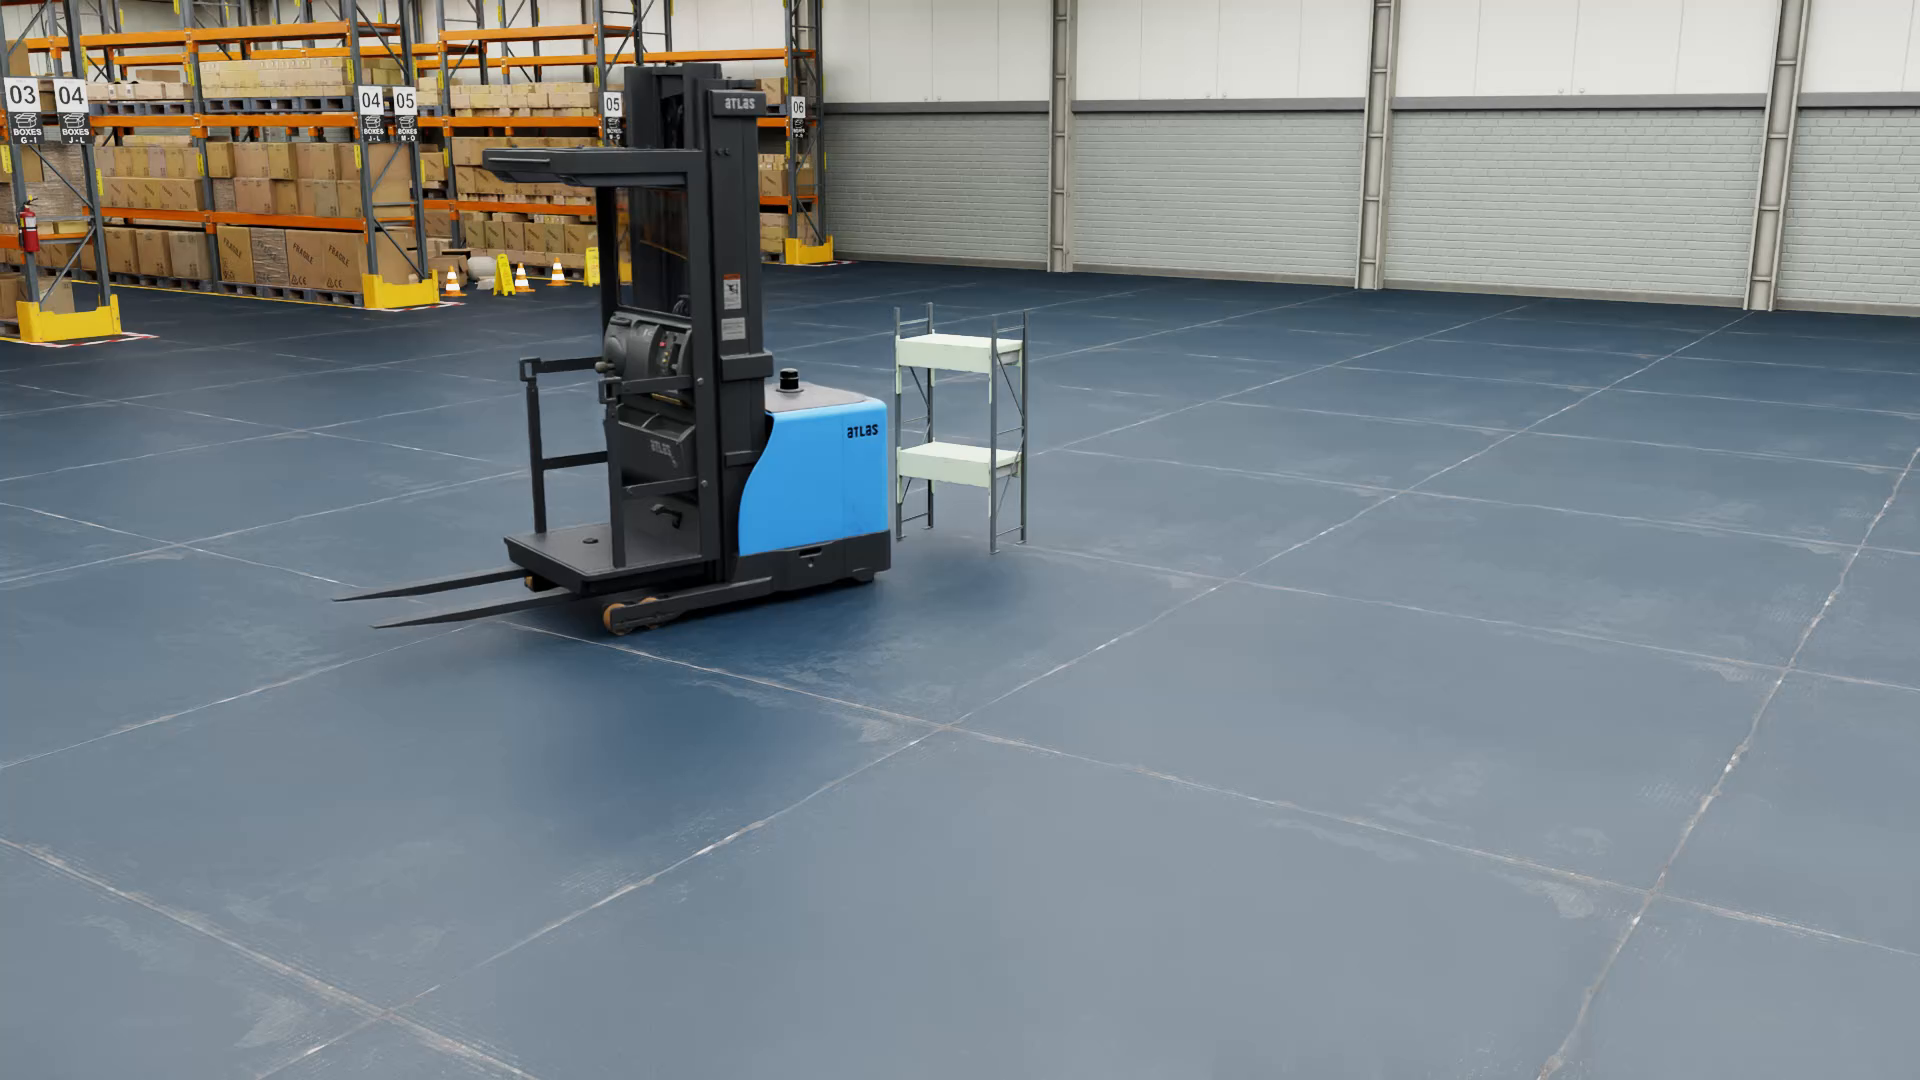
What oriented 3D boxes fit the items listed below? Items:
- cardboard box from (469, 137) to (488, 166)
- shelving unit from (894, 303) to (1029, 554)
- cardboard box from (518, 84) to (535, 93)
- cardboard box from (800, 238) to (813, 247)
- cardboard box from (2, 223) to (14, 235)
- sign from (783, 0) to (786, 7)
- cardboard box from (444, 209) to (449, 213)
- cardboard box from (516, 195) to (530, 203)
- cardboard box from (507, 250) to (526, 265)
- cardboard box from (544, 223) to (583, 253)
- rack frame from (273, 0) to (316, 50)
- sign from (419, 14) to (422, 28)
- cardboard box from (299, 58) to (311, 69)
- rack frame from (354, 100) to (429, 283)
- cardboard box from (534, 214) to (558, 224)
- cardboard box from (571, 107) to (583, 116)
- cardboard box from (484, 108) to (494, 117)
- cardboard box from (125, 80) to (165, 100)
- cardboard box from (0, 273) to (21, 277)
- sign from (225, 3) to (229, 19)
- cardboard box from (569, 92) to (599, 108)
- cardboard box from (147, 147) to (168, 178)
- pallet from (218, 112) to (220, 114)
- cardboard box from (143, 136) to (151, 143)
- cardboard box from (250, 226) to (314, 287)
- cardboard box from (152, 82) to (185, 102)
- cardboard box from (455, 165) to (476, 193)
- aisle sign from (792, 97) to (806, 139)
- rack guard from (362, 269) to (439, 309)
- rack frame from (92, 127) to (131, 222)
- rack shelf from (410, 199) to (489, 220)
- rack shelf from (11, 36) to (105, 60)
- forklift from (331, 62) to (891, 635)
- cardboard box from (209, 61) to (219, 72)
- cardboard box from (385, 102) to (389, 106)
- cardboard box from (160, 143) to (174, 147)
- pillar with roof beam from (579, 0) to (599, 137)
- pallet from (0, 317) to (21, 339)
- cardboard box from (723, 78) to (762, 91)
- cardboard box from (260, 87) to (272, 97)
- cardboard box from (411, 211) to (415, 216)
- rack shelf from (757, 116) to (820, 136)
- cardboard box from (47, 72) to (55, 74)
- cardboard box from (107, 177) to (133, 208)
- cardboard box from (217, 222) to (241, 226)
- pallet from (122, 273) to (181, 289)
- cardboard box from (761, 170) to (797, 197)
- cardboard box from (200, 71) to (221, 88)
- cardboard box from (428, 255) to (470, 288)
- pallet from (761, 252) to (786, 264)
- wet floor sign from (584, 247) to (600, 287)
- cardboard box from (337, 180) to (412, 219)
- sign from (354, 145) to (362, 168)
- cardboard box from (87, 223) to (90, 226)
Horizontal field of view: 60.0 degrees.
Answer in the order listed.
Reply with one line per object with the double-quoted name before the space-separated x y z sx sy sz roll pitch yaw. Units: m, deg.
"cardboard box" -8.457 -7.062 30.202 0.500 0.500 0.700 9 17 33
"shelving unit" 0.006 -0.727 10.639 0.755 1.500 0.431 9 17 33
"cardboard box" -7.530 -7.929 29.234 0.250 0.149 0.380 10 17 34
"cardboard box" -3.325 -5.987 33.614 0.500 0.250 0.500 9 17 33
"cardboard box" -11.883 -3.956 21.083 0.250 0.149 0.380 9 17 33
"sign" -3.341 -10.311 31.639 0.005 0.325 0.100 9 17 33
"cardboard box" -11.716 -7.664 38.518 0.250 0.149 0.380 10 17 35
"cardboard box" -7.749 -6.129 29.864 0.250 0.149 0.380 9 17 33
"cardboard box" -7.883 -5.155 30.255 0.500 0.250 0.500 9 16 32
"cardboard box" -7.039 -5.381 29.604 0.500 0.500 0.500 10 17 35
"rack frame" -16.303 -12.071 40.858 0.127 3.000 1.000 9 17 33
"sign" -12.679 -12.176 39.010 0.005 0.325 0.100 9 17 33
"cardboard box" -9.576 -7.076 24.704 0.250 0.149 0.380 10 17 34
"rack frame" -8.472 -5.022 24.869 0.127 3.000 1.000 9 17 33
"cardboard box" -7.370 -5.732 29.674 0.250 0.149 0.380 10 17 35
"cardboard box" -6.470 -7.376 28.657 0.250 0.149 0.380 9 17 33
"cardboard box" -8.352 -7.704 29.981 0.250 0.149 0.380 10 17 34
"cardboard box" -13.368 -7.415 27.396 0.500 0.311 0.500 8 16 31
"cardboard box" -12.857 -3.285 22.181 0.500 0.500 0.500 11 18 38
"sign" -15.458 -11.146 35.012 0.005 0.325 0.100 9 17 33
"cardboard box" -6.368 -7.565 28.593 0.500 0.250 0.500 9 16 32
"cardboard box" -13.054 -6.294 27.719 0.500 0.500 0.700 9 17 33
"pallet" -16.424 -9.157 35.513 1.213 0.211 1.003 9 17 33
"cardboard box" -17.422 -8.673 35.976 0.250 0.149 0.380 9 17 33
"cardboard box" -10.558 -4.513 26.358 0.875 0.875 0.875 9 17 33
"cardboard box" -16.888 -9.565 35.681 0.637 0.503 0.797 11 18 37
"cardboard box" -8.903 -6.637 30.567 0.500 0.500 0.500 9 17 33
"aisle sign" -3.136 -8.207 32.326 0.004 0.787 0.394 9 17 33
"rack guard" -8.452 -3.806 25.156 0.348 0.500 1.175 9 17 33
"rack frame" -19.070 -8.168 37.579 0.127 3.000 1.000 9 17 33
"rack shelf" -10.772 -6.478 32.247 4.000 0.370 1.077 9 17 33
"rack shelf" -16.770 -8.732 29.700 4.000 0.370 1.077 9 17 33
"forklift" -1.884 -1.063 9.019 3.031 2.935 1.130 -11 17 -36
"cardboard box" -11.466 -7.382 25.939 0.250 0.149 0.380 9 17 32
"cardboard box" -10.518 -8.333 31.440 0.500 0.250 0.500 9 17 34
"cardboard box" -16.713 -8.244 35.594 0.500 0.500 0.500 9 16 32
"pillar with roof beam" -10.482 -10.144 33.076 0.400 9.000 9.100 9 17 33
"pallet" -12.042 -2.819 21.773 1.213 0.211 1.003 9 17 33
"cardboard box" -4.324 -8.938 33.155 0.500 0.500 0.700 9 17 33
"cardboard box" -10.417 -6.825 25.348 0.250 0.149 0.380 9 17 34
"cardboard box" -12.708 -7.503 39.218 0.500 0.500 0.500 10 17 35
"rack shelf" -4.686 -8.388 33.720 4.000 0.370 1.077 9 17 33
"cardboard box" -15.954 -8.176 29.565 0.258 0.266 0.396 9 17 33
"cardboard box" -14.047 -5.894 28.183 0.500 0.500 0.500 9 17 33
"cardboard box" -15.192 -6.737 35.345 0.875 0.875 0.875 10 17 35
"pallet" -13.490 -4.457 28.388 1.213 0.211 1.003 9 17 33
"cardboard box" -3.581 -7.075 32.954 0.500 0.500 0.500 9 16 32
"cardboard box" -11.542 -7.217 26.105 0.500 0.250 0.500 9 17 33
"cardboard box" -8.664 -4.542 28.123 0.637 0.503 0.797 -1 14 -6
"pallet" -3.684 -5.754 33.626 1.213 0.211 1.003 9 17 33
"wet floor sign" -6.233 -4.641 28.229 0.267 0.644 0.232 -10 17 -35
"cardboard box" -8.805 -5.136 25.015 0.550 0.550 0.875 9 17 33
"sign" -8.787 -5.593 24.272 0.005 0.325 0.100 9 17 33
"cardboard box" -15.824 -5.489 29.522 0.500 0.250 0.500 9 16 31
